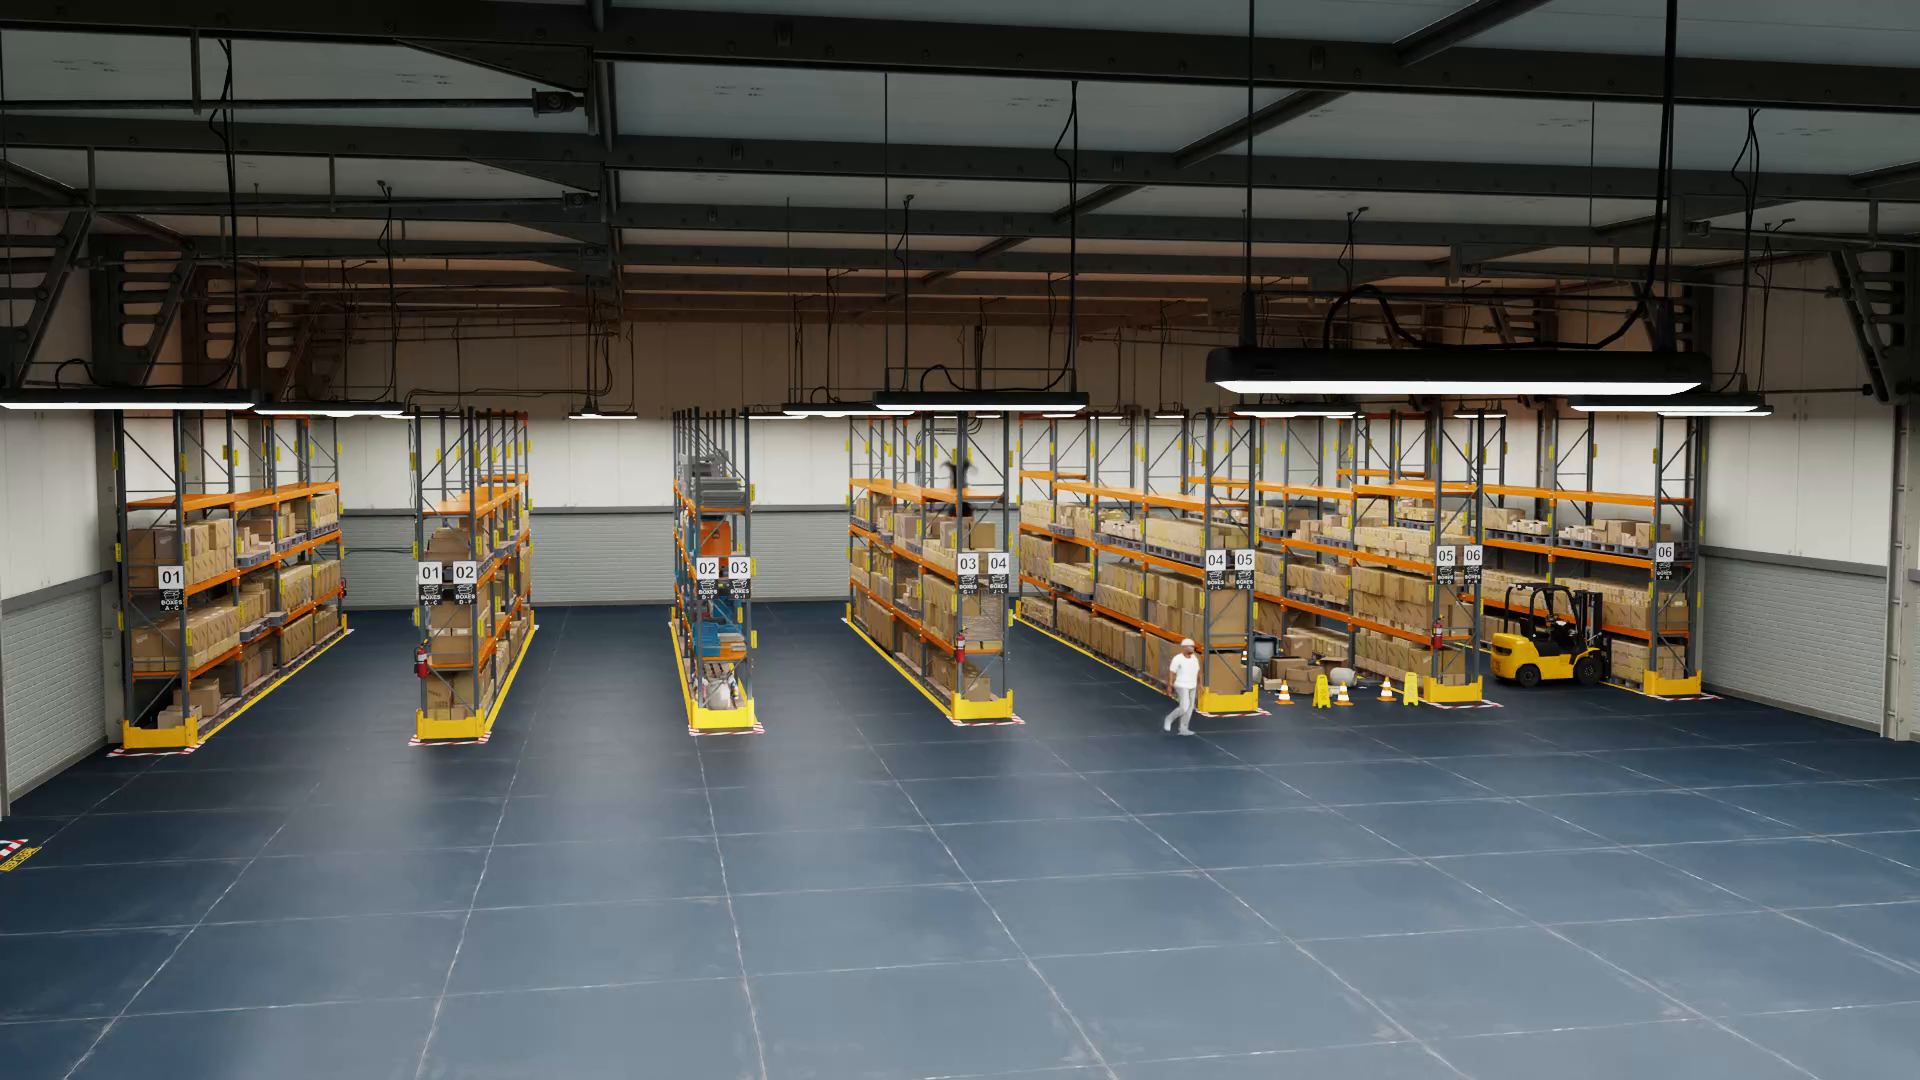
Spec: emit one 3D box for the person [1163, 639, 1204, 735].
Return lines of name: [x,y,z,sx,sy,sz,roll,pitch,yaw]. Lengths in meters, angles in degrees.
person: [4.069,2.679,30.350,0.666,1.753,0.586,-3,5,-40]

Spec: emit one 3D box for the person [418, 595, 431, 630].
person: [-14.381,1.751,45.173,0.774,1.534,0.924,-4,5,-42]
